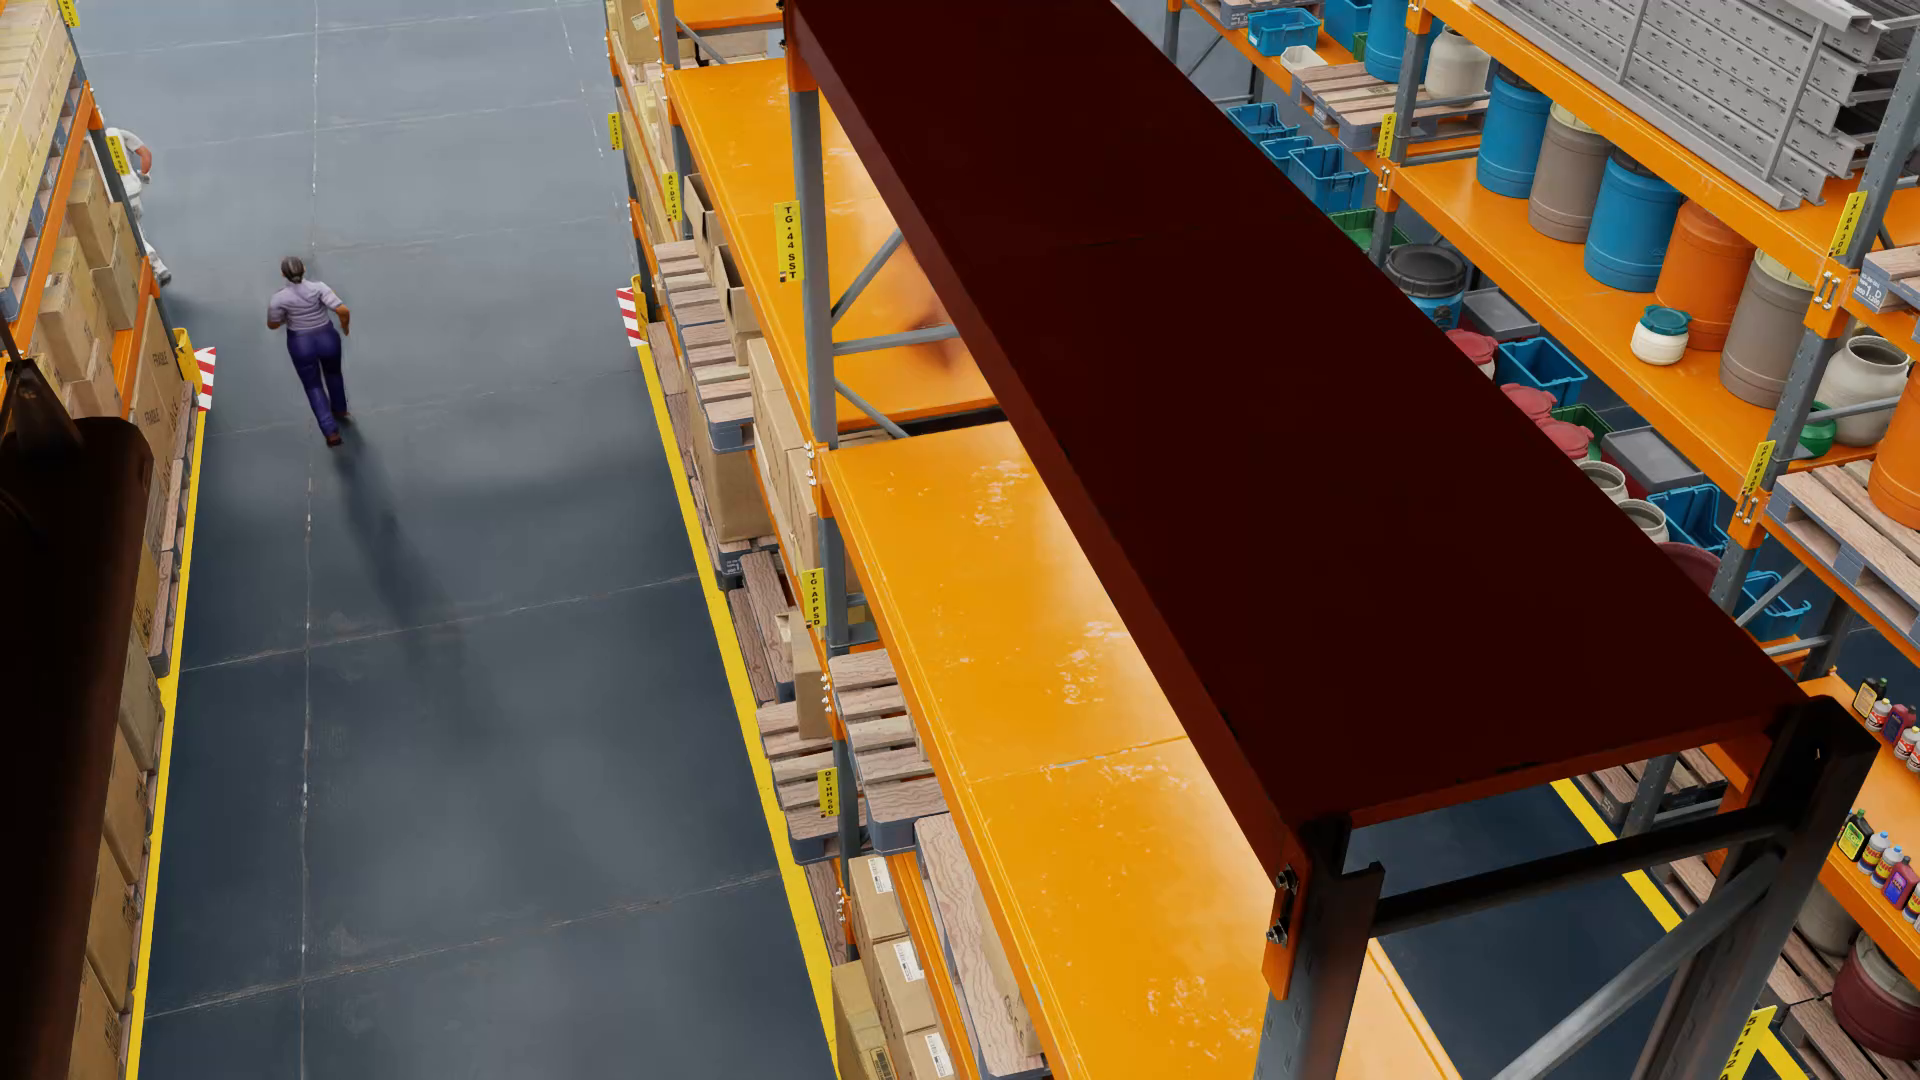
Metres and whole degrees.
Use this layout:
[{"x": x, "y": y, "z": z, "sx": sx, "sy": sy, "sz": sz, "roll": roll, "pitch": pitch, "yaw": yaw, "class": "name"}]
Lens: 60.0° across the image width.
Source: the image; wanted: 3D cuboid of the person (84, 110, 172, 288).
[{"x": -7.727, "y": -3.160, "z": 15.376, "sx": 0.992, "sy": 1.780, "sz": 0.620, "roll": 25, "pitch": 45, "yaw": 28, "class": "person"}]

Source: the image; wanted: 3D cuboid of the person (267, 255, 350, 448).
[{"x": -5.205, "y": -1.546, "z": 13.431, "sx": 0.606, "sy": 1.664, "sz": 0.866, "roll": -20, "pitch": 43, "yaw": -23, "class": "person"}]
